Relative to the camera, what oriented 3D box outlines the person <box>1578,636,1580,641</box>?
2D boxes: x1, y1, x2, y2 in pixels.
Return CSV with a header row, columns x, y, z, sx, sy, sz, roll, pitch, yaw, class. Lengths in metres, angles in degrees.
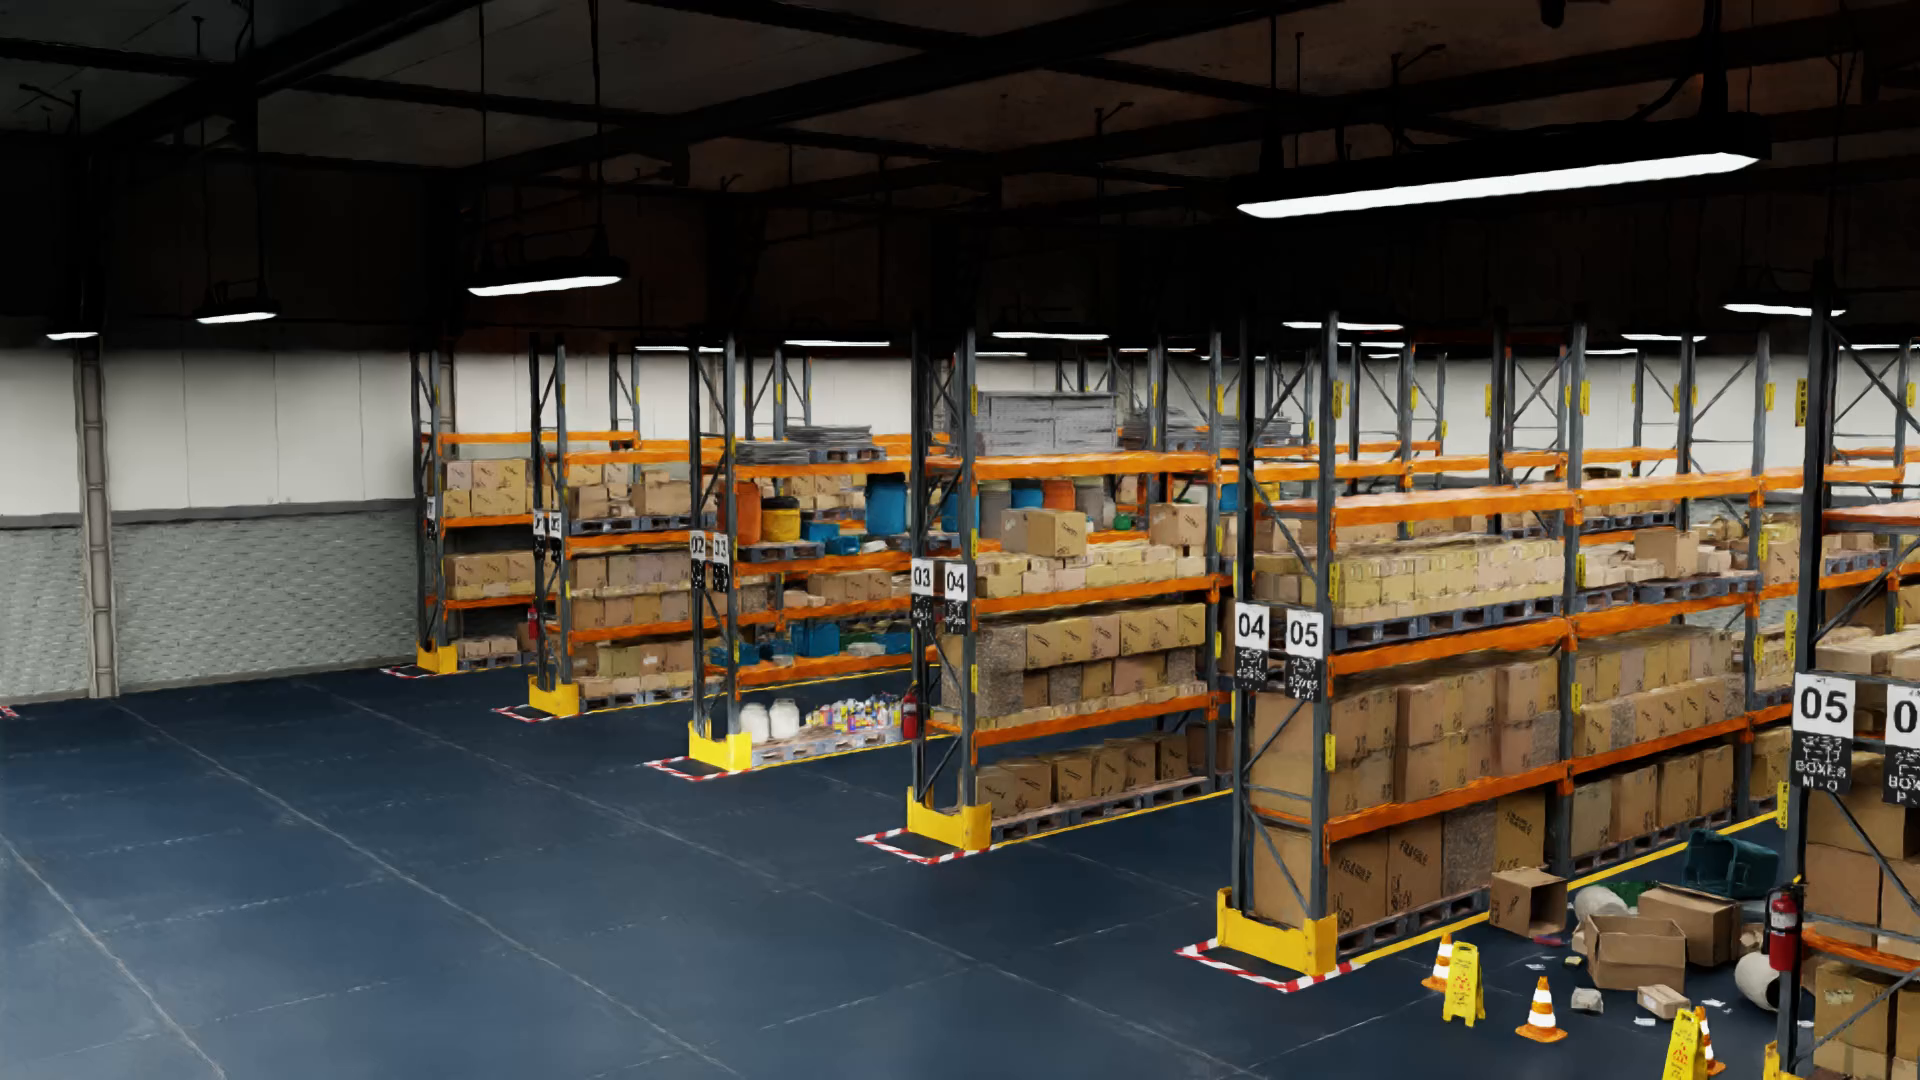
x,y,z,sx,sy,sz,roll,pitch,yaw,class
8.865,2.139,24.078,1.109,1.571,0.446,-4,7,-37,person
